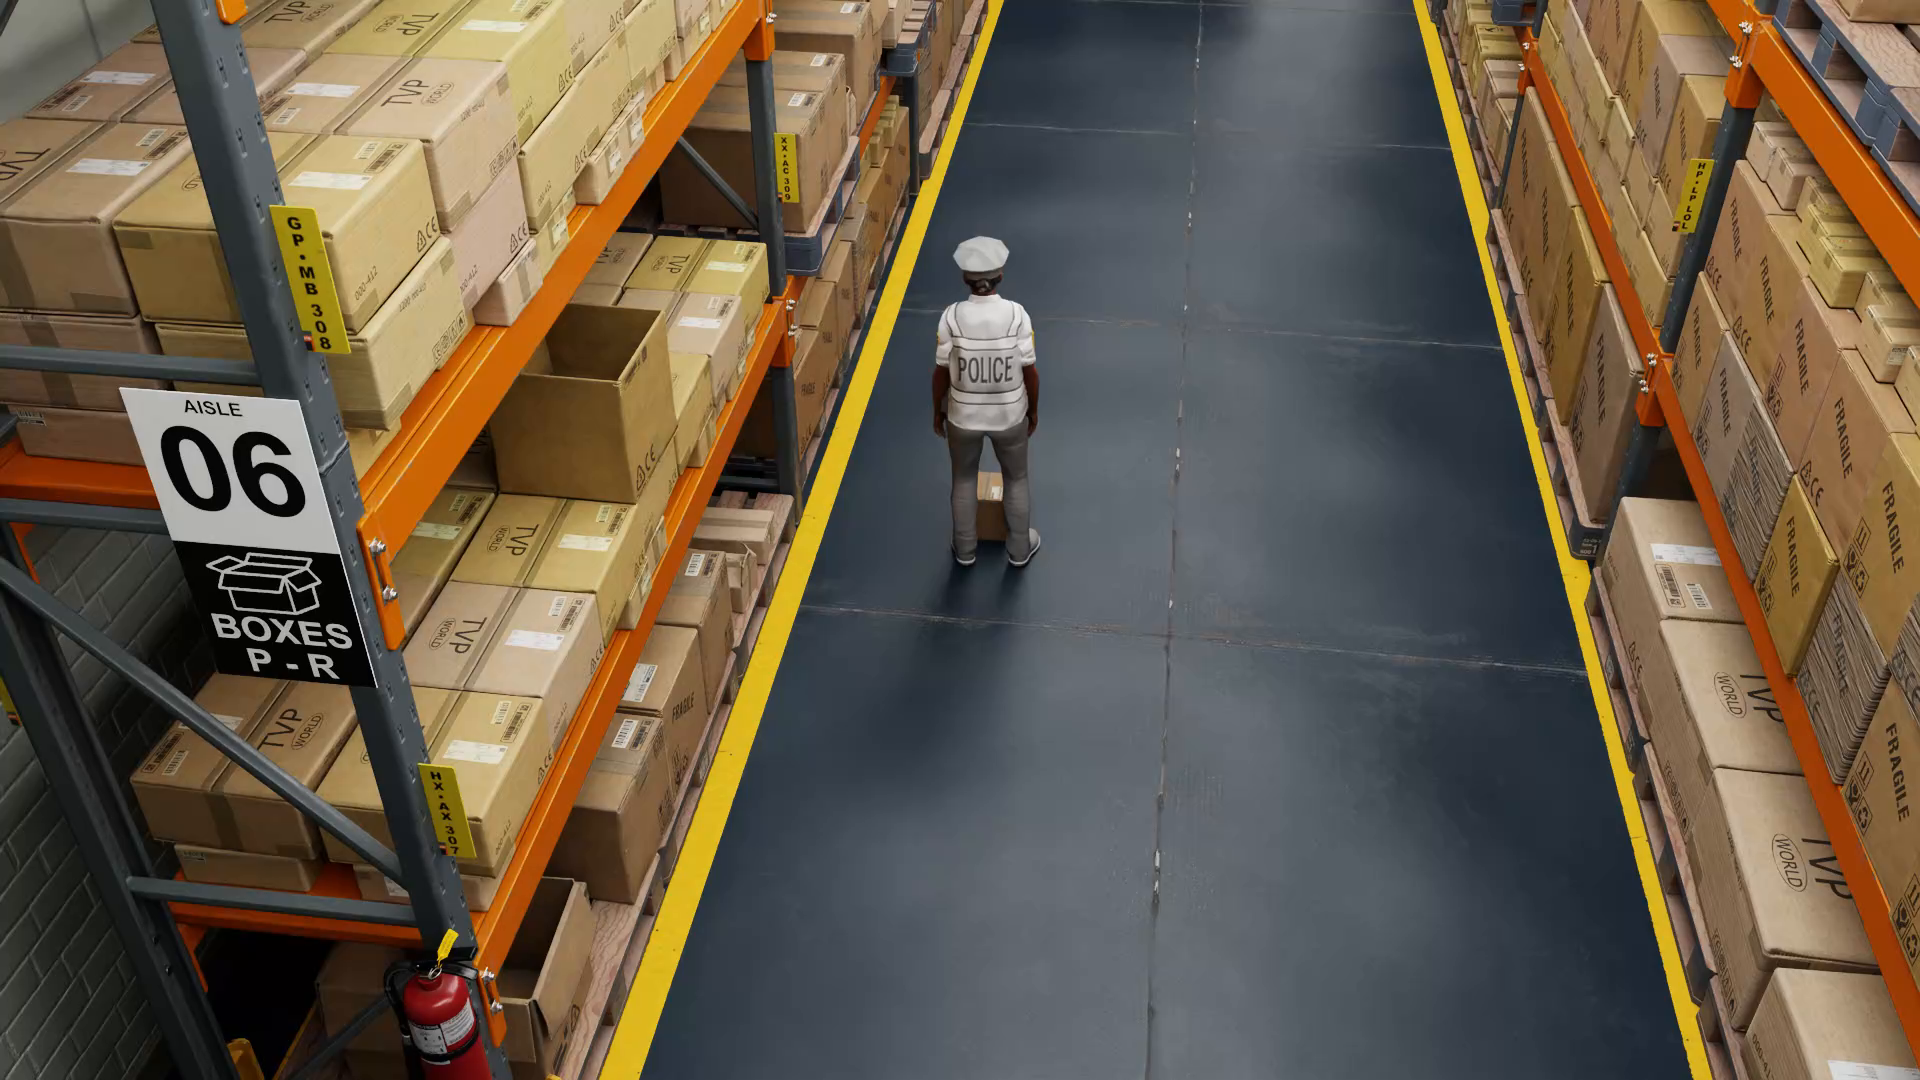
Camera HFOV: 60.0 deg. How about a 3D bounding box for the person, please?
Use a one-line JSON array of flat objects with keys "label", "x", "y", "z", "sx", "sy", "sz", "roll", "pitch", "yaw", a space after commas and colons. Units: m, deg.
[{"label": "person", "x": 0.136, "y": -0.600, "z": 7.852, "sx": 0.533, "sy": 1.661, "sz": 0.396, "roll": 1, "pitch": 36, "yaw": 1}]
